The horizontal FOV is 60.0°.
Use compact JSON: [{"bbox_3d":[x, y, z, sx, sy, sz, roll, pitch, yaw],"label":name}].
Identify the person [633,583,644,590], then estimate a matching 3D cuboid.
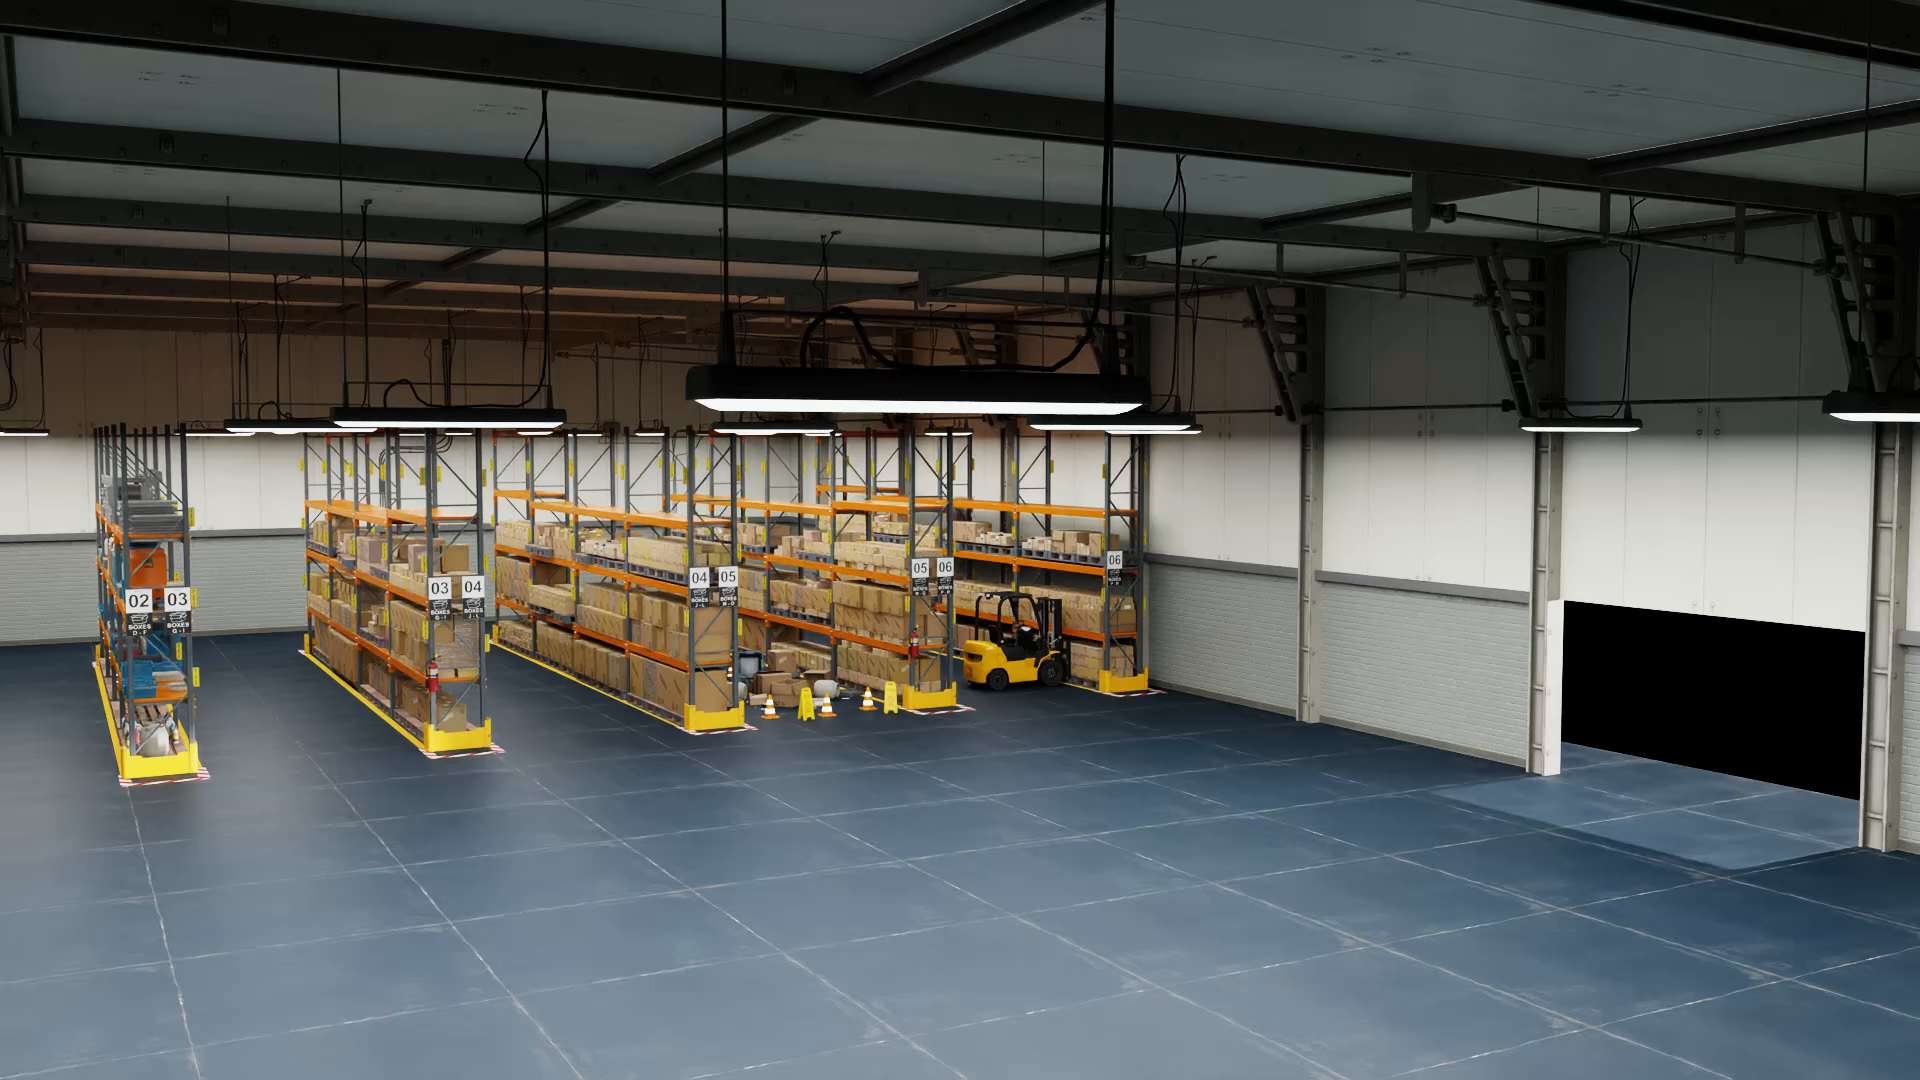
[{"bbox_3d":[-9.232,2.036,47.326,0.597,1.812,0.411,2,4,25],"label":"person"}]
